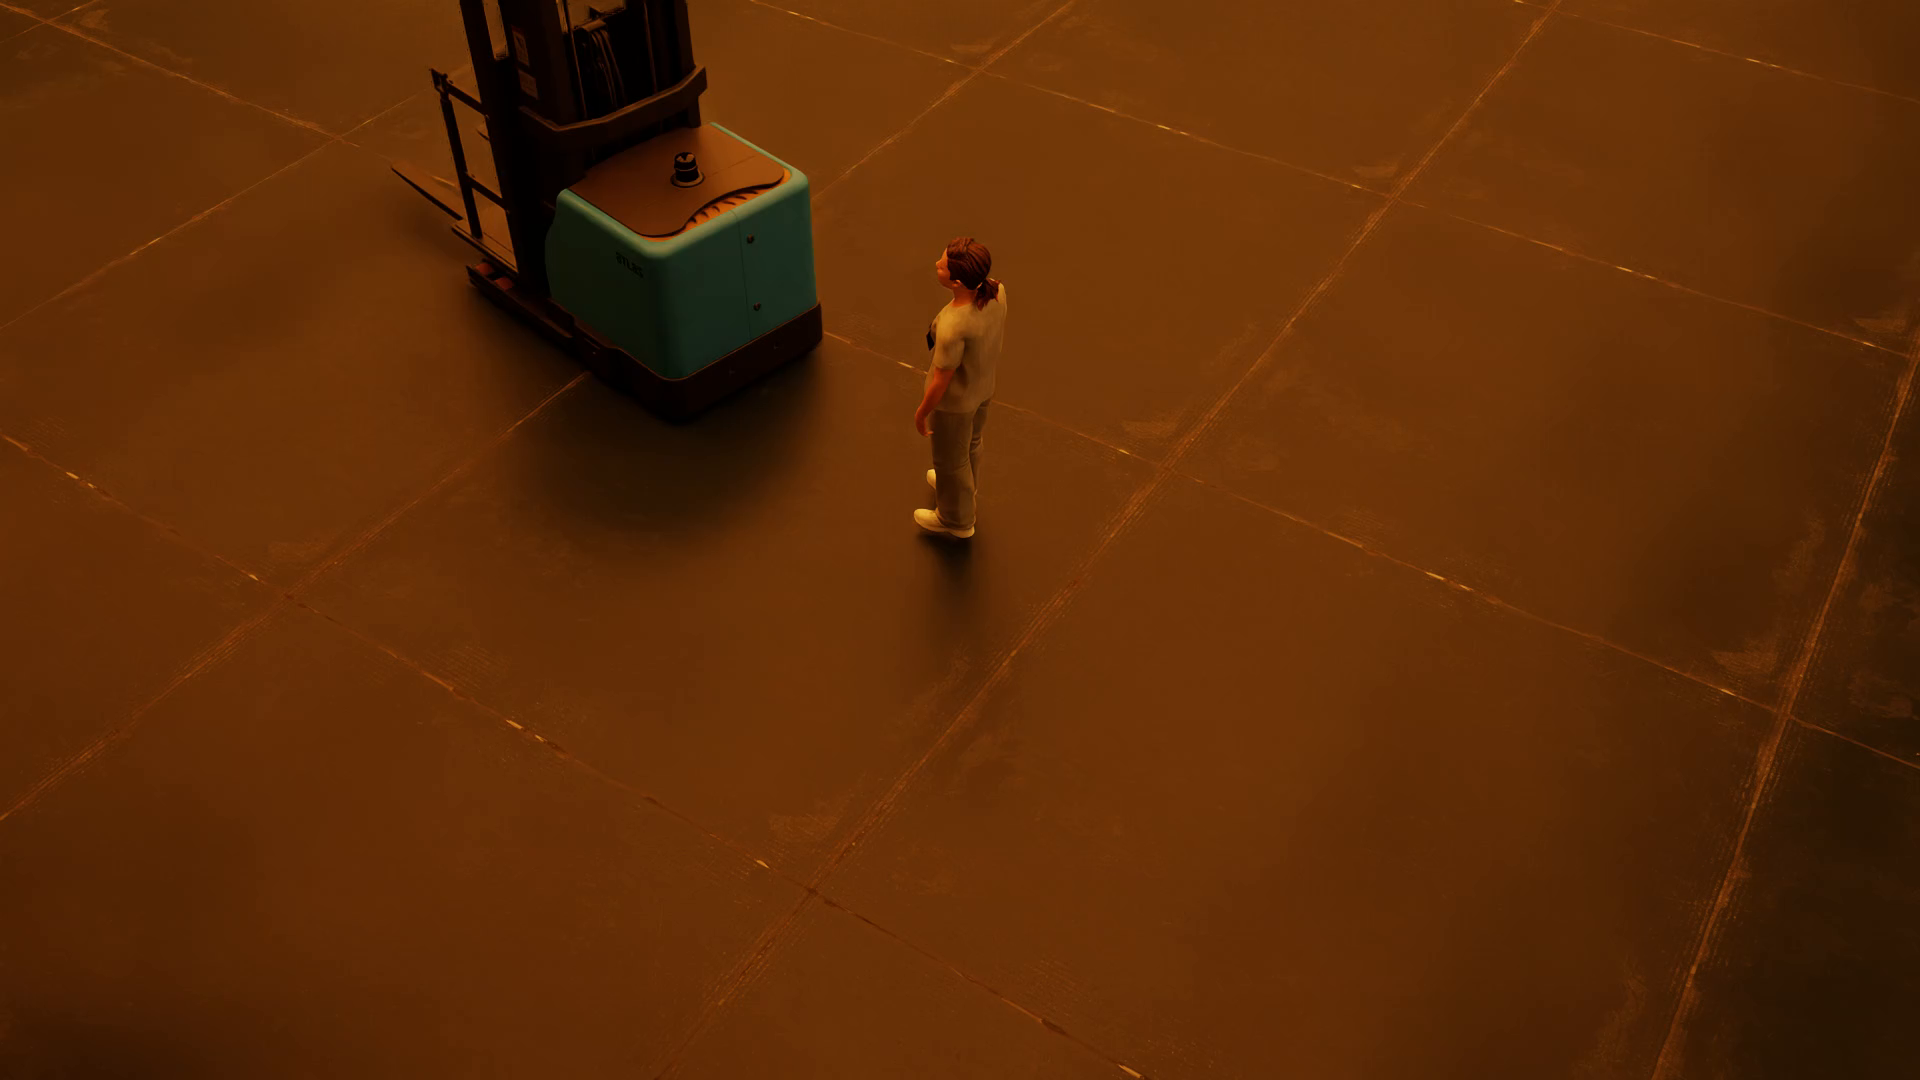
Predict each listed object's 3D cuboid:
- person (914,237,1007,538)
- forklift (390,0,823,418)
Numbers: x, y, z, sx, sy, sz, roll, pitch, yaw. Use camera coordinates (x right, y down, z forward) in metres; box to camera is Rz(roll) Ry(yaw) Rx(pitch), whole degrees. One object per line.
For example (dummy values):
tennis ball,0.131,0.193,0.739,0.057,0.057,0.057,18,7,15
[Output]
person,-0.054,-0.678,7.406,0.549,1.675,0.549,24,48,23
forklift,-2.143,-2.601,8.592,1.130,2.935,3.031,-34,53,-31
